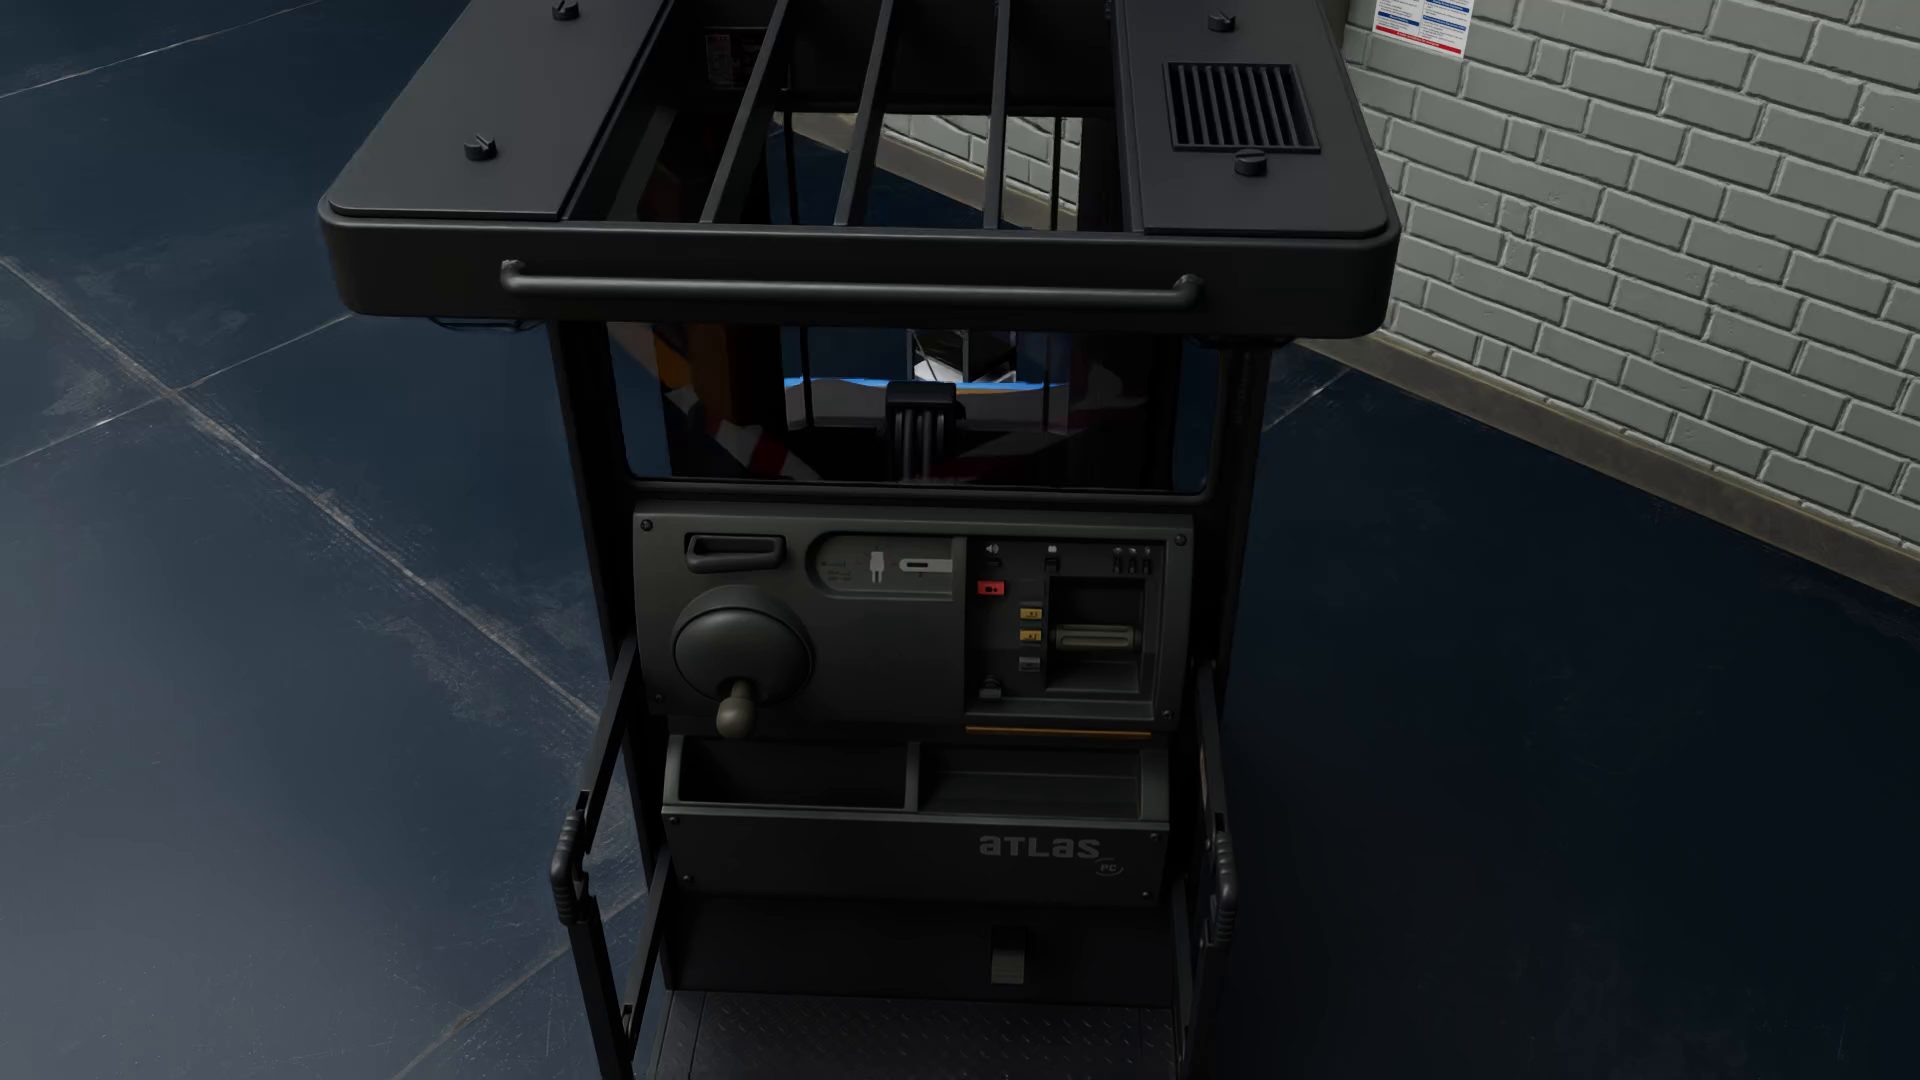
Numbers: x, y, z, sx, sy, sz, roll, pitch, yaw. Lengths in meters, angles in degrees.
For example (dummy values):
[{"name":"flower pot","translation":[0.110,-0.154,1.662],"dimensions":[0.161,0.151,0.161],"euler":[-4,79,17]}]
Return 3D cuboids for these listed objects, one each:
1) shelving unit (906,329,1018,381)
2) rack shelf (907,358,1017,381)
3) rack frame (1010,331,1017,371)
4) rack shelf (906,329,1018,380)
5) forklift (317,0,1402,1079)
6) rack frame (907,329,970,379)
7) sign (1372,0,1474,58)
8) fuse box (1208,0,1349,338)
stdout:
[{"name":"shelving unit","translation":[0.005,-0.356,4.975],"dimensions":[0.258,0.900,0.210],"euler":[30,47,32]},{"name":"rack shelf","translation":[0.005,-0.471,4.883],"dimensions":[0.258,0.077,0.200],"euler":[30,47,32]},{"name":"rack frame","translation":[0.074,-0.403,5.033],"dimensions":[0.240,0.900,0.006],"euler":[30,47,32]},{"name":"rack shelf","translation":[0.005,-0.541,4.827],"dimensions":[0.258,0.077,0.200],"euler":[30,47,32]},{"name":"forklift","translation":[-0.088,0.217,2.622],"dimensions":[1.130,2.935,3.031],"euler":[2,39,2]},{"name":"rack frame","translation":[-0.063,-0.309,4.916],"dimensions":[0.240,0.900,0.006],"euler":[30,47,32]},{"name":"sign","translation":[1.455,-1.771,5.143],"dimensions":[0.329,0.494,0.001],"euler":[30,47,32]},{"name":"fuse box","translation":[0.950,-1.416,5.656],"dimensions":[0.539,1.711,0.414],"euler":[30,47,32]}]
